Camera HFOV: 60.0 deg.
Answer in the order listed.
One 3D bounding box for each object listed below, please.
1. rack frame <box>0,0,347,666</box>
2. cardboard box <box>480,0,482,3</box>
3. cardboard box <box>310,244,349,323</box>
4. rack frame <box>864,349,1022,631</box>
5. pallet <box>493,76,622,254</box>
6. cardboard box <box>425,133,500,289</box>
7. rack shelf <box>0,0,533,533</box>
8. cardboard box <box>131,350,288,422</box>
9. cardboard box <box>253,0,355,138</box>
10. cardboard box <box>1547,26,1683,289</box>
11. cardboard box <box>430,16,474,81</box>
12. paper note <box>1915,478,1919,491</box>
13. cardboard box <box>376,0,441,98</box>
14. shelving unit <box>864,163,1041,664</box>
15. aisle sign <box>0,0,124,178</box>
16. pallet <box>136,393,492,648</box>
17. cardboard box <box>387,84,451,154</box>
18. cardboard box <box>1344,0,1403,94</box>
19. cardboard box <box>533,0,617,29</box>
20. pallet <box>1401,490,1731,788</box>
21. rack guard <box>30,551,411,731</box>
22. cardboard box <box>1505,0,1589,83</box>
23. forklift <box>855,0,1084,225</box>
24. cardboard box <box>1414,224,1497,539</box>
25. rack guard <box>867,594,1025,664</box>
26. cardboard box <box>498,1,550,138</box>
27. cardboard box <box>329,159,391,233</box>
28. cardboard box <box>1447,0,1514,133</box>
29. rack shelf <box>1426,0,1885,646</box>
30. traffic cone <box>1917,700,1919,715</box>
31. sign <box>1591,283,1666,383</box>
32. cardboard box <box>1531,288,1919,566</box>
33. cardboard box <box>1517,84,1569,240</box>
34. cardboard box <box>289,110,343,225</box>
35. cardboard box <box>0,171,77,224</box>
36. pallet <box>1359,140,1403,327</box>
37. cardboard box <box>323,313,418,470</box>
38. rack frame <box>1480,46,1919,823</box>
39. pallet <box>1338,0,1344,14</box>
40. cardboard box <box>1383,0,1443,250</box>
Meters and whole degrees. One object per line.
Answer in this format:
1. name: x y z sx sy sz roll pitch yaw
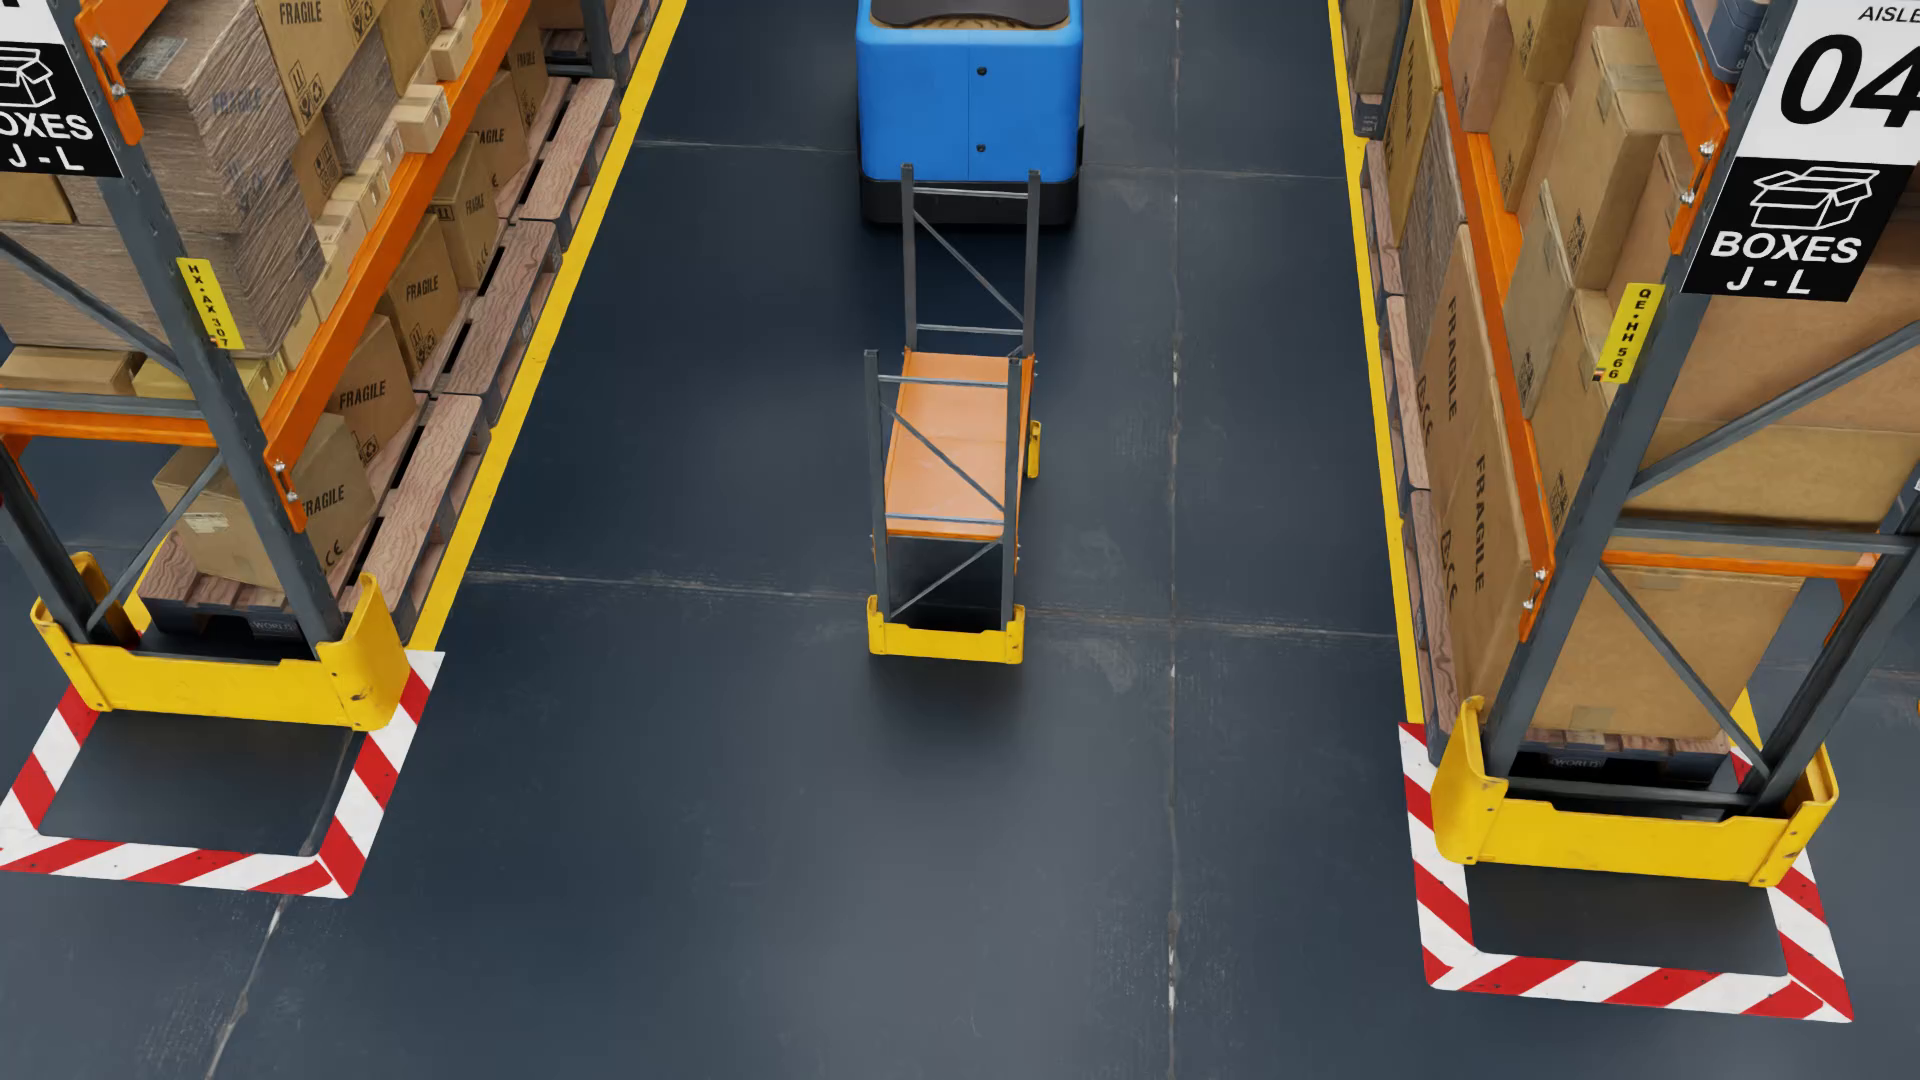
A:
1. rack frame: -2.680 -0.416 5.098 1.000 3.000 0.127 4 48 4
2. cardboard box: -2.223 -2.364 7.050 0.380 0.149 0.250 4 48 4
3. cardboard box: -2.337 -0.890 5.701 0.380 0.149 0.250 4 48 4
4. rack frame: -0.054 -0.070 5.798 0.500 1.500 0.032 4 48 4
5. pallet: -2.342 -1.918 8.361 1.003 0.211 1.213 4 48 4
6. cardboard box: -2.415 -1.479 7.480 0.500 0.500 0.500 0 48 0
7. rack shelf: -2.498 -1.643 6.707 1.077 0.370 4.000 4 48 4
8. cardboard box: -2.417 -0.525 5.367 0.380 0.149 0.250 4 48 4
9. cardboard box: -2.306 -1.640 5.271 0.500 0.500 0.500 4 48 4
10. cardboard box: 2.281 -1.104 4.893 0.875 0.550 0.550 4 48 4
11. cardboard box: -2.194 -1.992 6.709 0.380 0.149 0.250 4 48 4
12. paper note: 4.031 -0.243 6.966 0.032 0.001 0.123 28 53 23
13. cardboard box: -2.531 -2.059 6.331 0.875 0.500 0.500 4 48 4
14. shelving unit: -0.007 -0.450 6.145 0.587 1.500 1.083 4 48 4
15. aisle sign: -2.387 -1.228 4.078 0.394 0.787 0.004 4 48 4
16. pallet: -2.564 -0.125 6.722 1.003 0.211 1.213 4 48 4
17. cardboard box: -2.184 -1.620 6.369 0.380 0.149 0.250 4 48 4
18. cardboard box: 2.581 -2.792 8.511 1.050 0.750 0.750 4 48 3
19. cardboard box: -2.238 -3.110 8.957 0.700 0.500 0.500 1 48 1
20. pallet: 2.245 0.340 6.296 1.003 0.211 1.213 4 48 4
21. rack guard: -2.673 0.372 6.071 1.175 0.500 0.348 4 48 4
22. cardboard box: 2.386 -1.904 5.625 0.875 0.550 0.500 4 48 4
23. forklift: 0.070 -3.590 8.047 1.130 2.935 3.031 1 48 1
24. cardboard box: 2.324 -0.582 6.405 0.875 0.875 0.875 3 48 3
25. rack guard: -0.052 0.338 6.272 0.587 0.250 0.087 4 48 4
26. cardboard box: -2.392 -2.362 8.287 0.500 0.500 0.500 3 48 2
27. cardboard box: -2.305 -1.258 6.038 0.380 0.149 0.250 4 48 4
28. cardboard box: 2.399 -1.932 6.382 0.875 0.550 0.550 4 48 4
29. rack shelf: 2.432 -1.235 6.334 1.077 0.370 4.000 4 48 4
30. traffic cone: 3.712 0.553 5.930 0.336 0.463 0.334 4 48 4
31. sign: 1.711 -0.526 4.253 0.100 0.325 0.005 4 48 4
32. cardboard box: 2.239 -0.335 4.922 0.875 0.550 0.550 4 48 4
33. cardboard box: 2.443 -1.143 5.661 0.875 0.550 0.550 4 48 4
34. cardboard box: -2.677 -1.328 5.662 0.875 0.500 0.500 4 48 4
35. cardboard box: -2.876 -1.308 4.967 0.500 0.500 0.500 4 48 4
36. pallet: 2.467 -1.453 7.936 1.003 0.211 1.213 4 48 4
37. cardboard box: -2.586 -0.613 6.688 0.500 0.500 0.500 15 49 14
38. rack frame: 2.250 -0.008 4.725 1.000 3.000 0.127 4 48 4
39. pallet: 2.718 -3.477 9.787 1.003 0.211 1.213 4 48 4
40. cardboard box: 2.487 -1.915 7.624 0.875 0.875 0.875 5 48 4
